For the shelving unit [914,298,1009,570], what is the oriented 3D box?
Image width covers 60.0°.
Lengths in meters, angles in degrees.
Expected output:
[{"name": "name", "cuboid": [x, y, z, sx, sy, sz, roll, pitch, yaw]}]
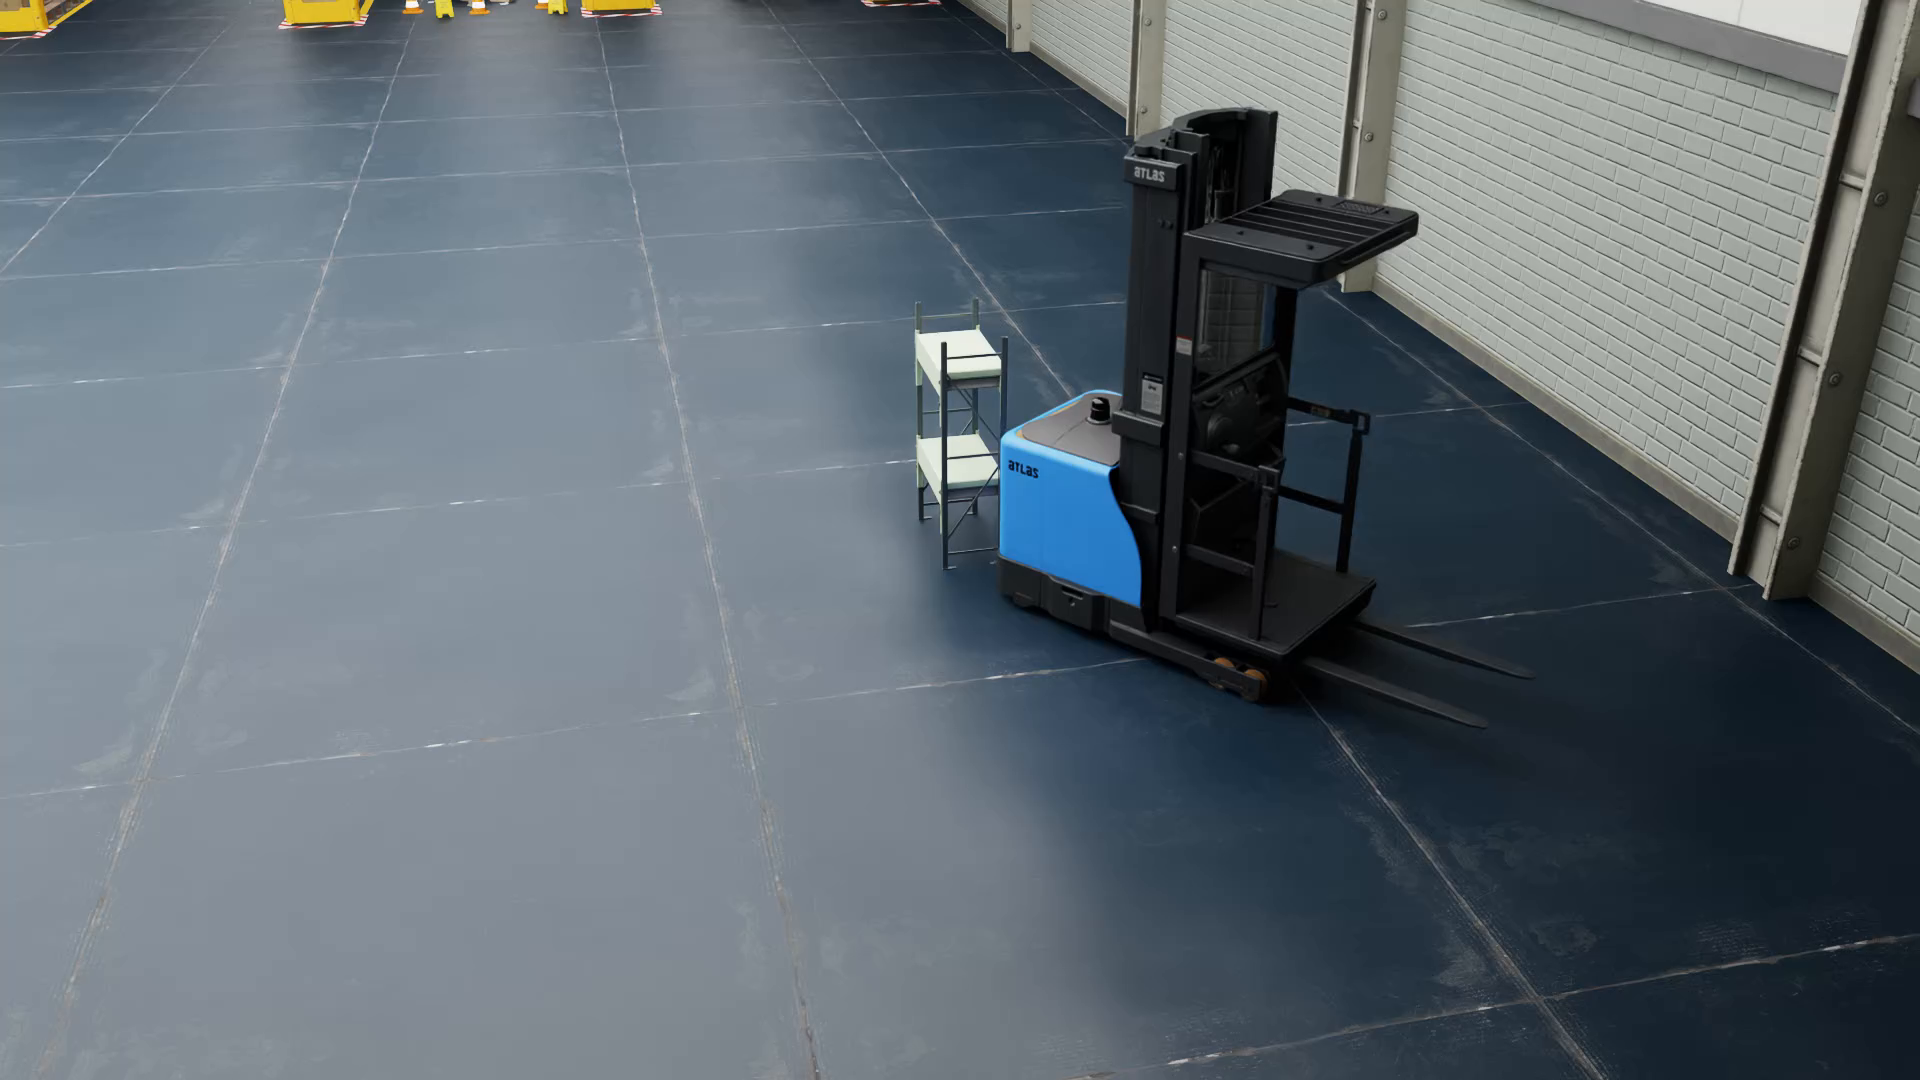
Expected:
[{"name": "shelving unit", "cuboid": [0.002, -0.667, 10.406, 0.431, 1.500, 0.755, -6, 27, -12]}]

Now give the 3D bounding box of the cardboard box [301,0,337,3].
[{"name": "cardboard box", "cuboid": [-11.009, -9.691, 28.514, 0.875, 0.875, 0.875, -6, 27, -11]}]

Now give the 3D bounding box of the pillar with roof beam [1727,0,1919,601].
[{"name": "pillar with roof beam", "cuboid": [0.779, -3.316, 7.334, 9.100, 9.000, 0.400, -6, 27, -12]}]

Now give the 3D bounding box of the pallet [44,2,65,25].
[{"name": "pallet", "cuboid": [-15.813, -8.851, 28.052, 1.003, 0.211, 1.213, -6, 27, -12]}]

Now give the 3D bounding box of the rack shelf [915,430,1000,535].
[{"name": "rack shelf", "cuboid": [0.002, -0.376, 10.553, 0.431, 0.370, 0.720, -6, 27, -12]}]

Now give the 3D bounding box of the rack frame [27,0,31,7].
[{"name": "rack frame", "cuboid": [-15.647, -9.702, 26.643, 1.000, 3.000, 0.127, -6, 27, -12]}]

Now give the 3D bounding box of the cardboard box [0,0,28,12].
[{"name": "cardboard box", "cuboid": [-15.771, -9.050, 27.659, 0.500, 0.500, 0.500, -1, 27, -2]}]

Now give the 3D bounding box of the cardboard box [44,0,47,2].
[{"name": "cardboard box", "cuboid": [-16.062, -9.585, 28.720, 0.500, 0.500, 0.500, -3, 27, -7]}]

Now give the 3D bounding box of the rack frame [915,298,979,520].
[{"name": "rack frame", "cuboid": [-0.081, -0.827, 10.725, 0.400, 1.500, 0.023, -6, 27, -12]}]

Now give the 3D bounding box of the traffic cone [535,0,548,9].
[{"name": "traffic cone", "cuboid": [-7.346, -9.634, 29.323, 0.336, 0.463, 0.334, -6, 27, -12]}]

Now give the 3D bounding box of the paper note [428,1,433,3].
[{"name": "paper note", "cuboid": [-9.482, -9.678, 29.892, 0.144, 0.017, 0.142, 3, 27, 6]}]

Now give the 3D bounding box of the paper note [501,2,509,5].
[{"name": "paper note", "cuboid": [-8.144, -9.596, 29.728, 0.148, 0.019, 0.142, -16, 31, -29]}]

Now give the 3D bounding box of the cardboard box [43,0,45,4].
[{"name": "cardboard box", "cuboid": [-15.939, -9.309, 28.172, 0.500, 0.500, 0.500, 1, 27, 2]}]

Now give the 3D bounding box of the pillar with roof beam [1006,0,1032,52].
[{"name": "pillar with roof beam", "cuboid": [-3.278, -11.218, 22.989, 9.100, 9.000, 0.400, -6, 27, -12]}]

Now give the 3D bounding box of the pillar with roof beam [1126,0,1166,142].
[{"name": "pillar with roof beam", "cuboid": [-1.925, -8.584, 17.771, 9.100, 9.000, 0.400, -6, 27, -12]}]

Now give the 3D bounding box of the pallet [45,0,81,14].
[{"name": "pallet", "cuboid": [-16.084, -9.385, 29.111, 1.003, 0.211, 1.213, -6, 27, -12]}]

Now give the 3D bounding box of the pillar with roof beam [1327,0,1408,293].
[{"name": "pillar with roof beam", "cuboid": [-0.573, -5.950, 12.552, 9.100, 9.000, 0.400, -6, 27, -12]}]

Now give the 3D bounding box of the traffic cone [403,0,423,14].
[{"name": "traffic cone", "cuboid": [-9.528, -9.406, 28.873, 0.336, 0.463, 0.334, -6, 27, -12]}]

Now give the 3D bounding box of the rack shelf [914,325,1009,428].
[{"name": "rack shelf", "cuboid": [0.002, -1.015, 10.230, 0.431, 0.370, 0.720, -6, 27, -12]}]

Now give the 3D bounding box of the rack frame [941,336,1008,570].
[{"name": "rack frame", "cuboid": [0.084, -0.506, 10.088, 0.400, 1.500, 0.023, -6, 27, -12]}]

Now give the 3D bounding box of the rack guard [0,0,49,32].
[{"name": "rack guard", "cuboid": [-15.664, -8.620, 27.273, 1.175, 0.500, 0.348, -6, 27, -12]}]

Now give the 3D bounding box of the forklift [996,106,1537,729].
[{"name": "forklift", "cuboid": [1.682, -0.707, 8.898, 3.031, 2.935, 1.130, 20, 33, 34]}]

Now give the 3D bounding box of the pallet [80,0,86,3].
[{"name": "pallet", "cuboid": [-16.363, -9.922, 30.174, 1.003, 0.211, 1.213, -6, 27, -12]}]

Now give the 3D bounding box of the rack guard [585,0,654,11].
[{"name": "rack guard", "cuboid": [-6.009, -9.626, 29.267, 1.175, 0.500, 0.348, -6, 27, -12]}]

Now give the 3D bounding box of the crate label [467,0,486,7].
[{"name": "crate label", "cuboid": [-8.588, -9.565, 29.549, 0.250, 0.136, 0.298, -23, 35, -38]}]

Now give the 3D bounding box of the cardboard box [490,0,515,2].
[{"name": "cardboard box", "cuboid": [-8.255, -9.806, 30.013, 0.380, 0.149, 0.250, 8, 28, 15]}]

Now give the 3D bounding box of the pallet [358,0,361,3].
[{"name": "pallet", "cuboid": [-11.320, -9.794, 29.920, 1.003, 0.211, 1.213, -6, 27, -12]}]

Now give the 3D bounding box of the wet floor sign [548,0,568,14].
[{"name": "wet floor sign", "cuboid": [-6.992, -9.465, 28.787, 0.267, 0.644, 0.232, 3, 27, 6]}]

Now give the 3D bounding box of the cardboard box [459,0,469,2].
[{"name": "cardboard box", "cuboid": [-8.854, -10.108, 30.218, 0.637, 0.503, 0.797, 19, 32, 32]}]

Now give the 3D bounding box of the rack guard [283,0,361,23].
[{"name": "rack guard", "cuboid": [-10.786, -9.035, 28.096, 1.175, 0.500, 0.348, -6, 27, -12]}]

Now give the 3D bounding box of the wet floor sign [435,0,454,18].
[{"name": "wet floor sign", "cuboid": [-8.856, -9.299, 28.457, 0.267, 0.644, 0.232, -11, 29, -20]}]

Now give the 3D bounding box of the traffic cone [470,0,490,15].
[{"name": "traffic cone", "cuboid": [-8.350, -9.372, 28.804, 0.336, 0.463, 0.334, -6, 27, -12]}]
